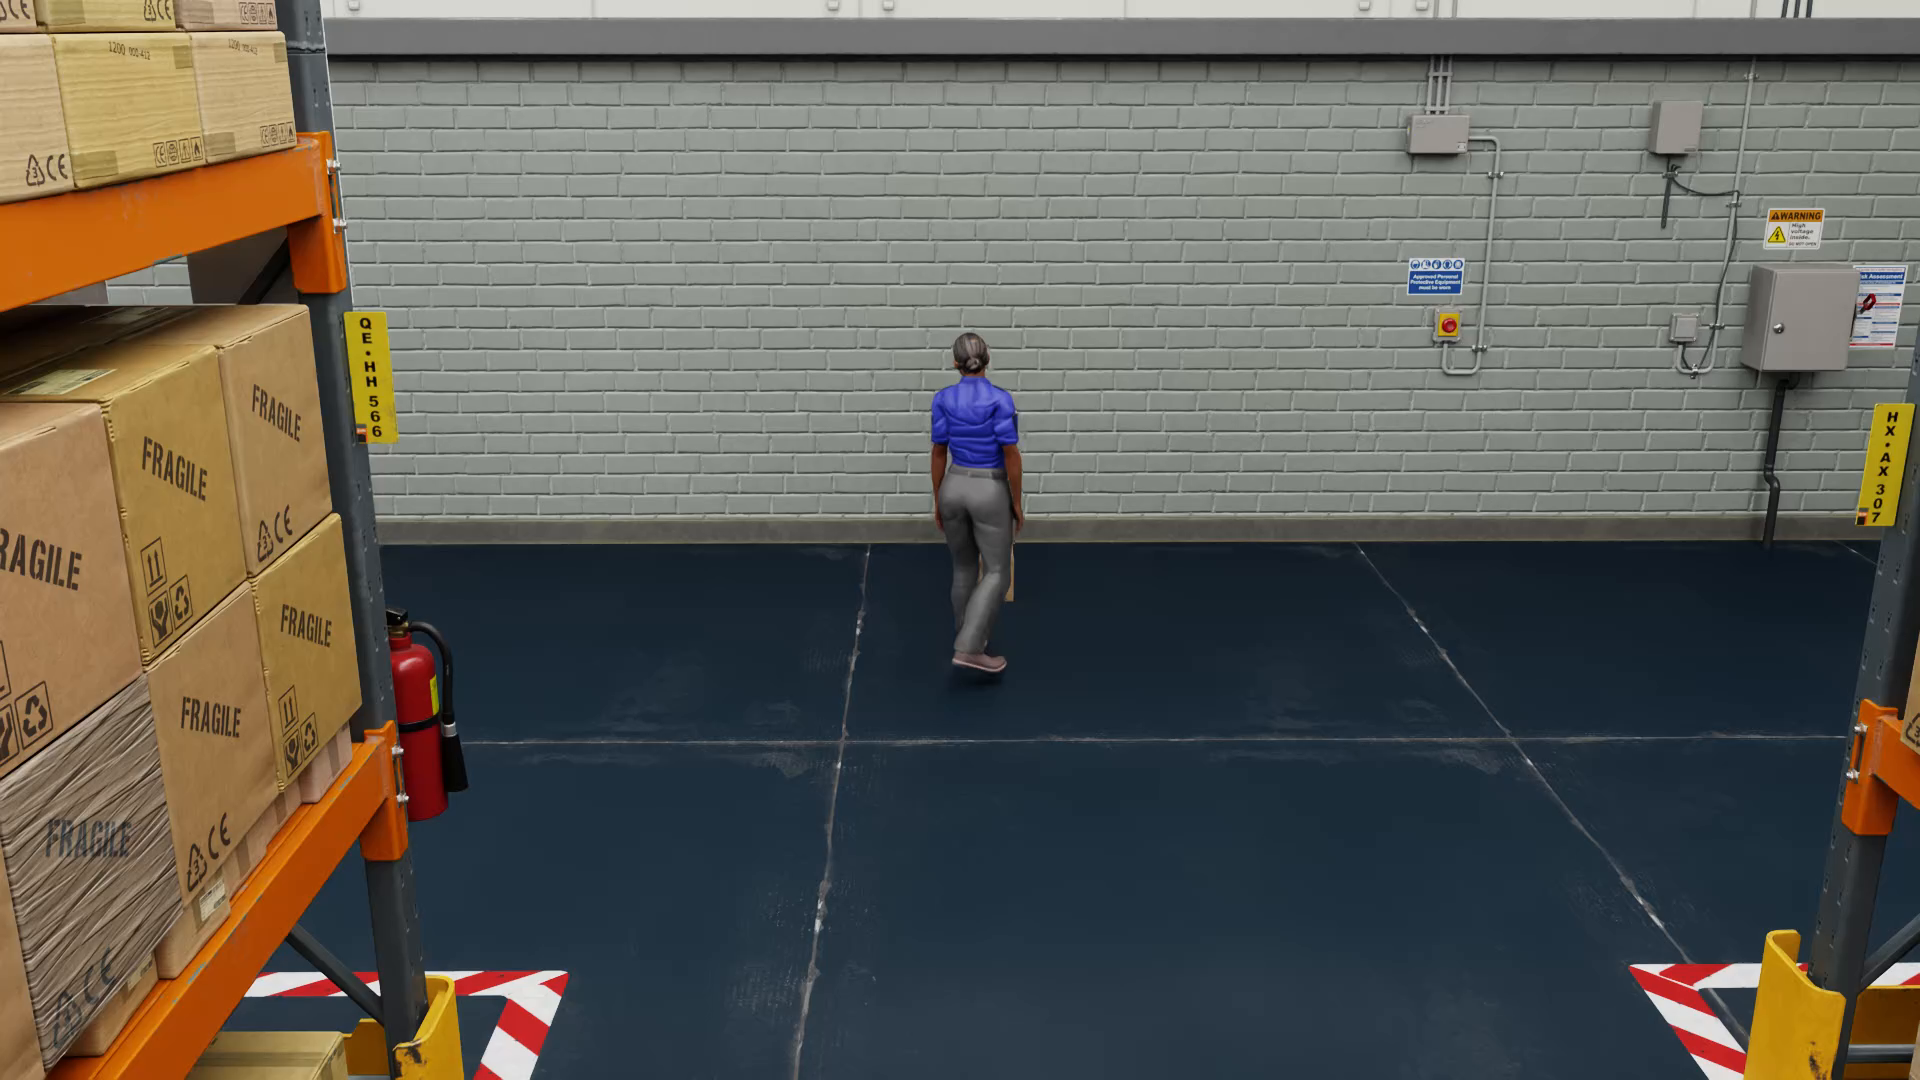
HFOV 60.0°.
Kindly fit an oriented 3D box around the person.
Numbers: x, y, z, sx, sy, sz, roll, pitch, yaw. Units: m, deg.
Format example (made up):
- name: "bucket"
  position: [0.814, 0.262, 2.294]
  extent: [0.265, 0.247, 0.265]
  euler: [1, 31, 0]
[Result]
- name: "person"
  position: [0.059, -0.166, 8.072]
  extent: [0.479, 1.652, 0.656]
  euler: [8, 19, 24]
